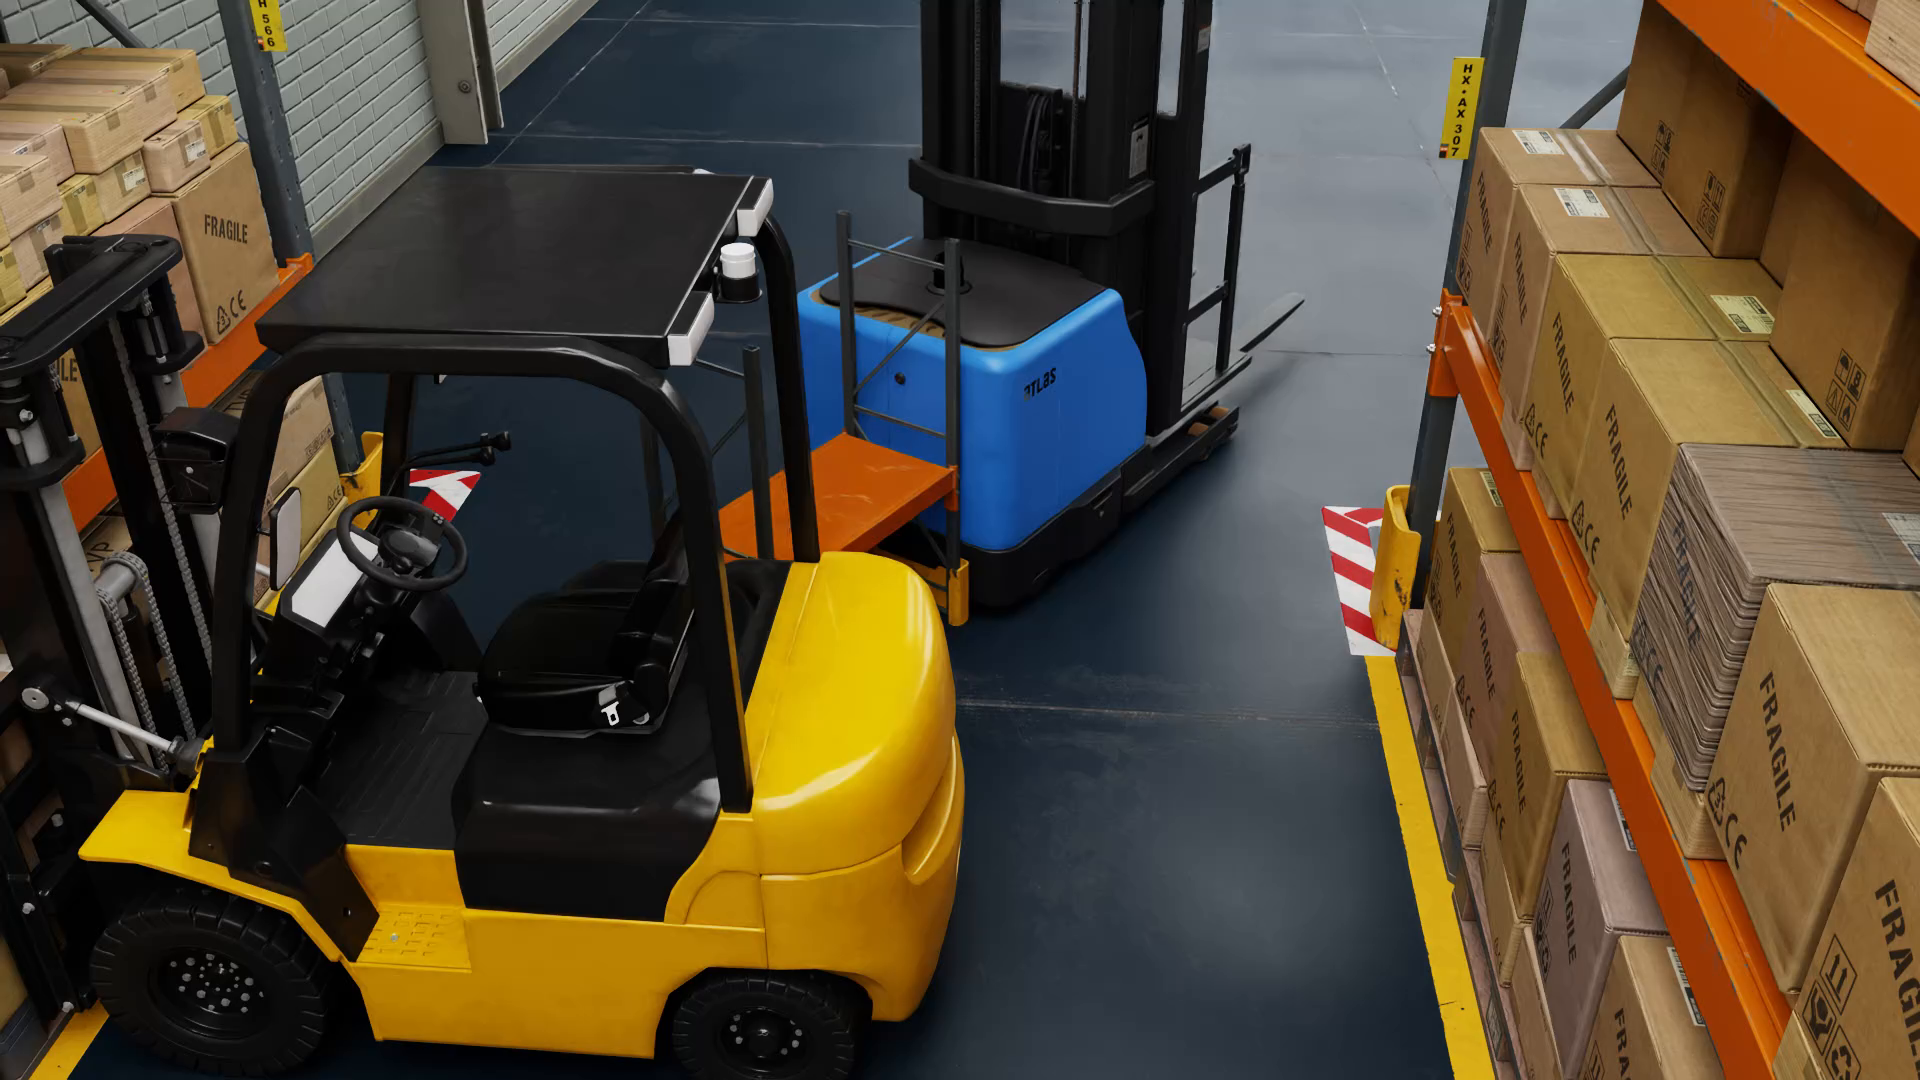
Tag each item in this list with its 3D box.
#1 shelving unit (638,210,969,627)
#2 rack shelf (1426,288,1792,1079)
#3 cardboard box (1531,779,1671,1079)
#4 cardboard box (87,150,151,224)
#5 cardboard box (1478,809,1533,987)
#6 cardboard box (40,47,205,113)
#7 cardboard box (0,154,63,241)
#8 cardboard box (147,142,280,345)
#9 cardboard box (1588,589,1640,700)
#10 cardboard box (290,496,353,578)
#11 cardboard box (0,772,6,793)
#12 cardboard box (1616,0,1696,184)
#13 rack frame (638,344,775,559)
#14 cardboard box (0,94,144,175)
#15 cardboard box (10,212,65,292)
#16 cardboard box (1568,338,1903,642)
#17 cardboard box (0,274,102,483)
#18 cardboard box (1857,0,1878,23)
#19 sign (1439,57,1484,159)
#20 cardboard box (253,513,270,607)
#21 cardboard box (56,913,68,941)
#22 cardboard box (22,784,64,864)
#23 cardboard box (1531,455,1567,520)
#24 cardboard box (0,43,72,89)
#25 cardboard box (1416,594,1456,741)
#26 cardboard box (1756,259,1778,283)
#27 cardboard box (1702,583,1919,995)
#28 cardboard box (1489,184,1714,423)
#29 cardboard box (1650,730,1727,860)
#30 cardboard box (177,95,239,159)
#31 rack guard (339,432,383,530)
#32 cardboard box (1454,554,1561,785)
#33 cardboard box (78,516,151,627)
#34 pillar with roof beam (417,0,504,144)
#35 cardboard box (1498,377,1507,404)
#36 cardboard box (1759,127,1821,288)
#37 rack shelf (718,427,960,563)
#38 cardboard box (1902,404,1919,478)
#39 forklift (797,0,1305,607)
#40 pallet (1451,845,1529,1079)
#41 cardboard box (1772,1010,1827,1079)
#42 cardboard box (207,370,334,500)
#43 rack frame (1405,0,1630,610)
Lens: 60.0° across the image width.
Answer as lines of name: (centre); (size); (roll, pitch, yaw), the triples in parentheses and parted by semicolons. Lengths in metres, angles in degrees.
shelving unit: (-0.506, -0.198, 5.642); (0.587, 1.500, 1.083); (20, 37, 29)
rack shelf: (1.976, 0.371, 3.974); (1.077, 0.370, 4.000); (2, 32, 4)
cardboard box: (1.674, 0.930, 3.888); (0.500, 0.500, 0.500); (4, 32, 7)
cardboard box: (-2.631, -1.048, 4.878); (0.380, 0.149, 0.250); (3, 32, 5)
cardboard box: (1.717, 0.974, 4.532); (0.500, 0.250, 0.500); (5, 32, 7)
cardboard box: (-2.628, -1.440, 5.230); (0.380, 0.149, 0.250); (3, 32, 4)
cardboard box: (-2.616, -0.904, 4.360); (0.380, 0.149, 0.250); (3, 32, 5)
cardboard box: (-2.587, -0.965, 5.361); (0.500, 0.500, 0.500); (2, 32, 3)
cardboard box: (1.651, 0.237, 3.746); (0.380, 0.149, 0.250); (3, 32, 4)
cardboard box: (-2.532, 0.060, 6.014); (0.500, 0.250, 0.500); (3, 32, 4)
cardboard box: (-2.701, 0.700, 4.023); (0.500, 0.250, 0.500); (3, 32, 6)
cardboard box: (2.315, -1.299, 4.667); (0.700, 0.500, 0.500); (2, 32, 3)
rack frame: (-0.790, 0.018, 5.292); (0.500, 1.500, 0.032); (20, 37, 29)
cardboard box: (-2.611, -1.172, 4.795); (0.380, 0.149, 0.250); (3, 32, 5)
cardboard box: (-2.637, -0.777, 4.439); (0.380, 0.149, 0.250); (1, 32, 2)
cardboard box: (1.712, -0.110, 3.691); (0.500, 0.500, 0.500); (2, 32, 3)
cardboard box: (-2.680, -0.426, 4.487); (0.500, 0.500, 0.500); (2, 32, 3)
cardboard box: (1.738, -0.907, 2.743); (0.380, 0.149, 0.250); (3, 32, 5)
sign: (1.598, -1.372, 5.293); (0.100, 0.325, 0.005); (2, 32, 4)
cardboard box: (-2.588, 0.118, 5.444); (0.500, 0.250, 0.500); (2, 32, 4)
cardboard box: (-2.651, 0.854, 4.726); (0.500, 0.250, 0.500); (3, 32, 6)
cardboard box: (-2.653, 0.650, 4.580); (0.500, 0.250, 0.500); (2, 32, 4)
cardboard box: (1.742, -0.170, 4.406); (0.380, 0.149, 0.250); (3, 32, 5)
cardboard box: (-3.049, -1.470, 5.278); (0.380, 0.149, 0.250); (2, 32, 3)
cardboard box: (1.798, 0.421, 5.428); (0.500, 0.250, 0.500); (2, 32, 4)
cardboard box: (2.324, -0.593, 4.474); (0.500, 0.500, 0.500); (3, 32, 4)
cardboard box: (1.637, 0.429, 2.815); (0.500, 0.500, 0.500); (3, 32, 6)
cardboard box: (1.785, -0.643, 4.556); (0.500, 0.500, 0.500); (3, 32, 5)
cardboard box: (1.615, 0.505, 3.310); (0.380, 0.149, 0.250); (2, 32, 3)
cardboard box: (-2.557, -1.316, 5.313); (0.380, 0.149, 0.250); (3, 32, 5)
rack guard: (-2.806, -0.139, 6.499); (1.175, 0.500, 0.348); (2, 32, 4)
cardboard box: (1.758, 0.388, 4.767); (0.500, 0.500, 0.500); (1, 32, 2)
cardboard box: (-2.602, 0.161, 4.897); (0.500, 0.250, 0.500); (3, 32, 5)
pillar with roof beam: (1.016, -6.373, 8.513); (9.100, 9.000, 0.400); (2, 32, 4)
cardboard box: (1.796, -0.437, 4.840); (0.380, 0.149, 0.250); (1, 32, 2)
cardboard box: (2.327, -0.764, 3.798); (0.700, 0.500, 0.500); (2, 32, 3)
rack shelf: (-0.501, -0.049, 5.743); (0.538, 0.185, 1.000); (20, 37, 29)
cardboard box: (2.197, -0.232, 2.936); (0.700, 0.500, 0.500); (2, 32, 3)
forklift: (0.591, -1.725, 6.755); (1.130, 2.935, 3.031); (20, 37, 29)
pallet: (1.930, 1.306, 4.430); (1.003, 0.211, 1.213); (2, 32, 4)
cardboard box: (1.549, 0.906, 2.660); (0.380, 0.149, 0.250); (3, 32, 5)
cardboard box: (-2.535, -0.371, 5.760); (0.500, 0.250, 0.500); (3, 32, 6)
rack frame: (2.139, -0.981, 5.482); (1.000, 3.000, 0.127); (2, 32, 4)
